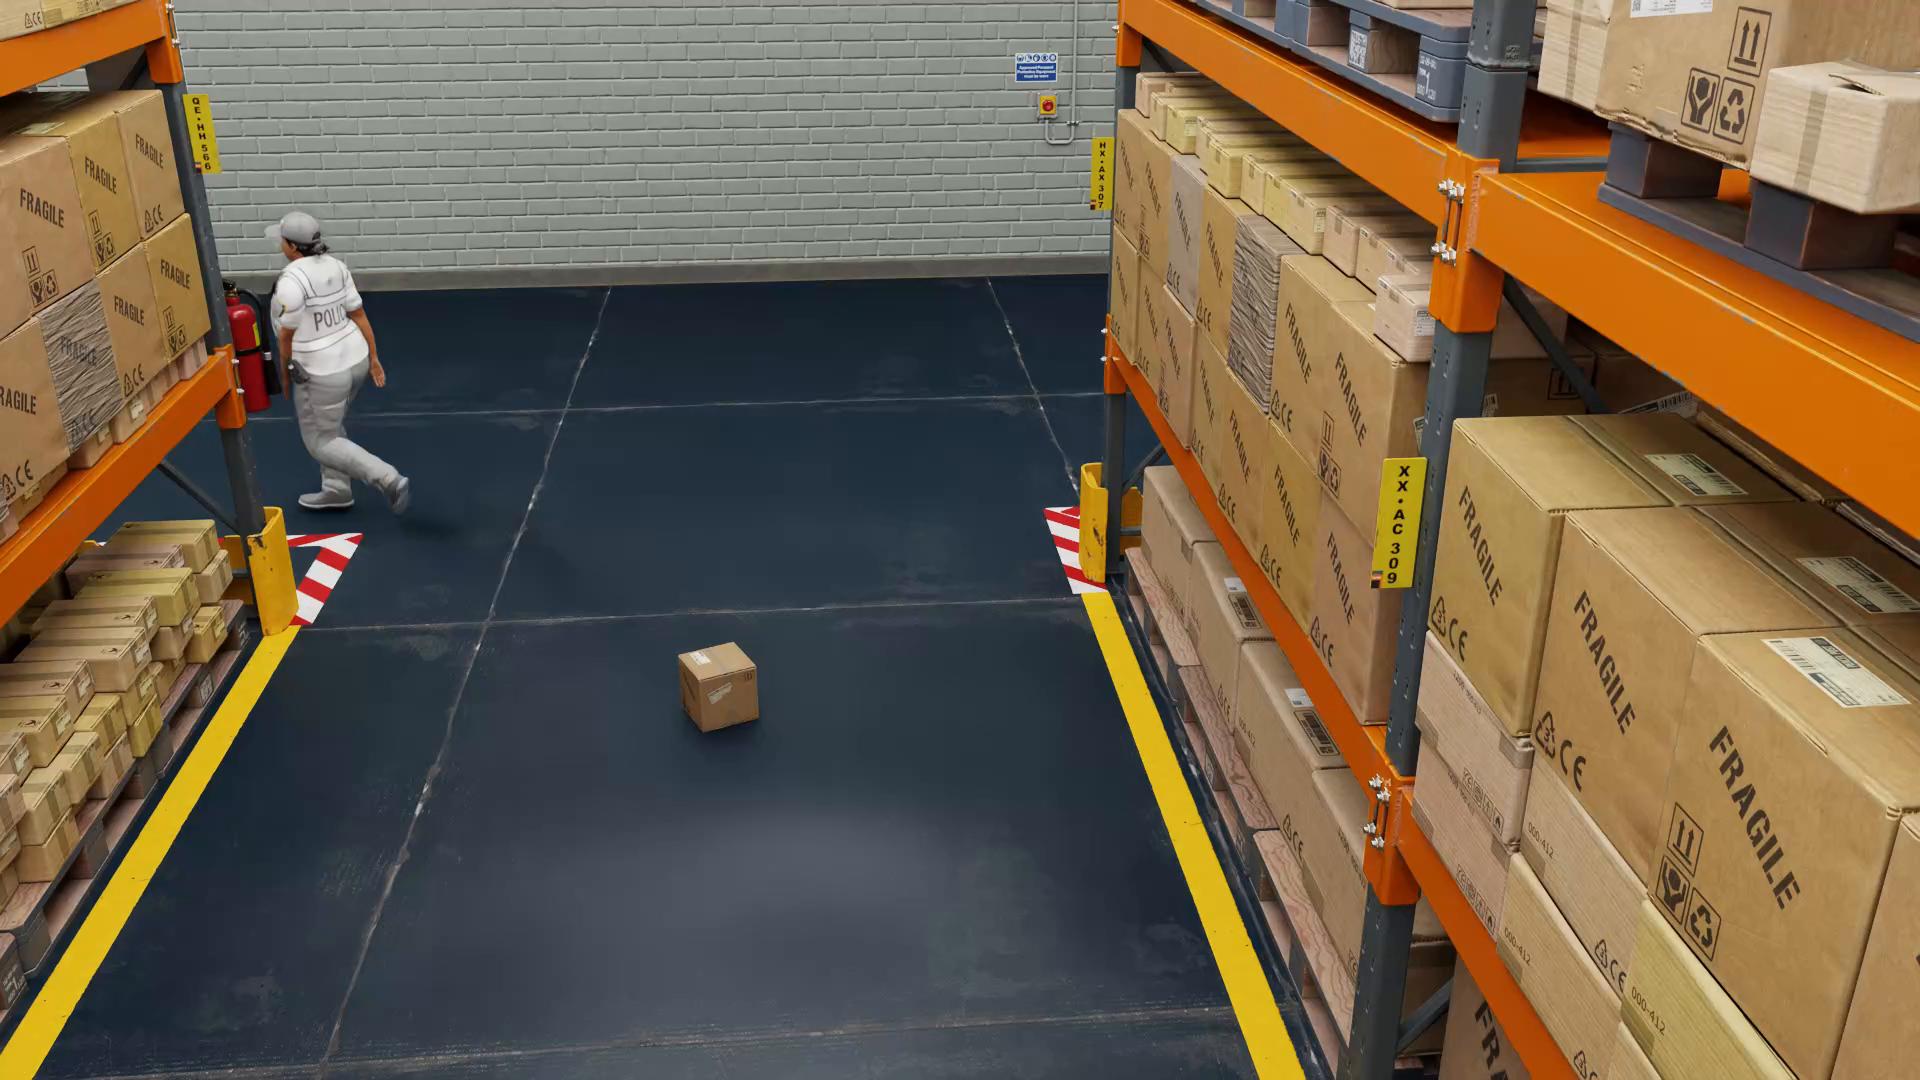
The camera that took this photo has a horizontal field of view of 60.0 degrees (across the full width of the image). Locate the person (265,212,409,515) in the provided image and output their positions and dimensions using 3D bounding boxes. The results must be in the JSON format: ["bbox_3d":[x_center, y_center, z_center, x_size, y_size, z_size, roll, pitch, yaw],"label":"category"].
[{"bbox_3d":[-3.221,-0.883,8.580,0.773,1.631,0.494,6,24,12],"label":"person"}]
